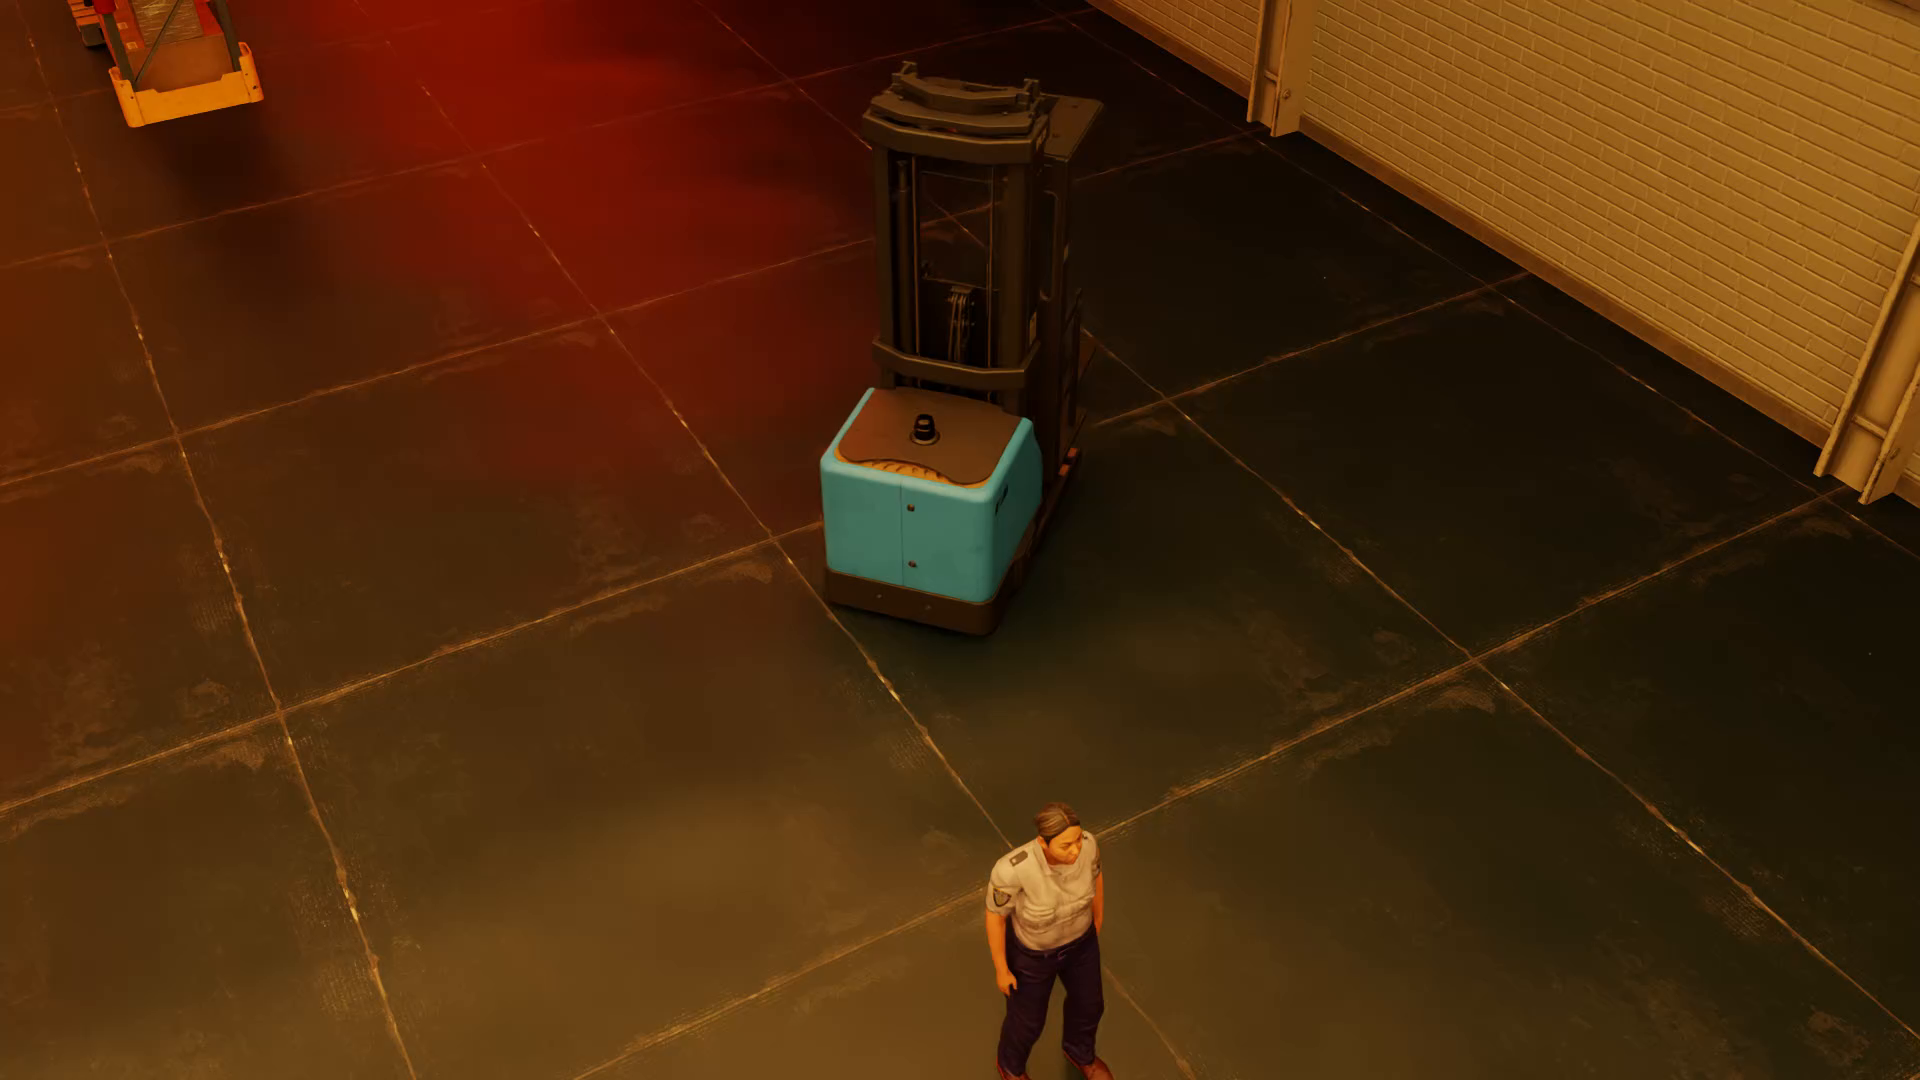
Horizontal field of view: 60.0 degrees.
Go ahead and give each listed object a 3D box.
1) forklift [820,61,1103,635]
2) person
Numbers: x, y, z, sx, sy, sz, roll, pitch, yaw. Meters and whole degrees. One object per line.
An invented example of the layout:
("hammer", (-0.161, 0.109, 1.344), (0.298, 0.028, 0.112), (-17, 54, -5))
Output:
("forklift", (0.162, -1.530, 9.880), (1.130, 2.935, 3.031), (12, 41, 14))
("person", (0.403, 1.753, 6.958), (0.555, 1.671, 0.458), (-18, 43, -21))
